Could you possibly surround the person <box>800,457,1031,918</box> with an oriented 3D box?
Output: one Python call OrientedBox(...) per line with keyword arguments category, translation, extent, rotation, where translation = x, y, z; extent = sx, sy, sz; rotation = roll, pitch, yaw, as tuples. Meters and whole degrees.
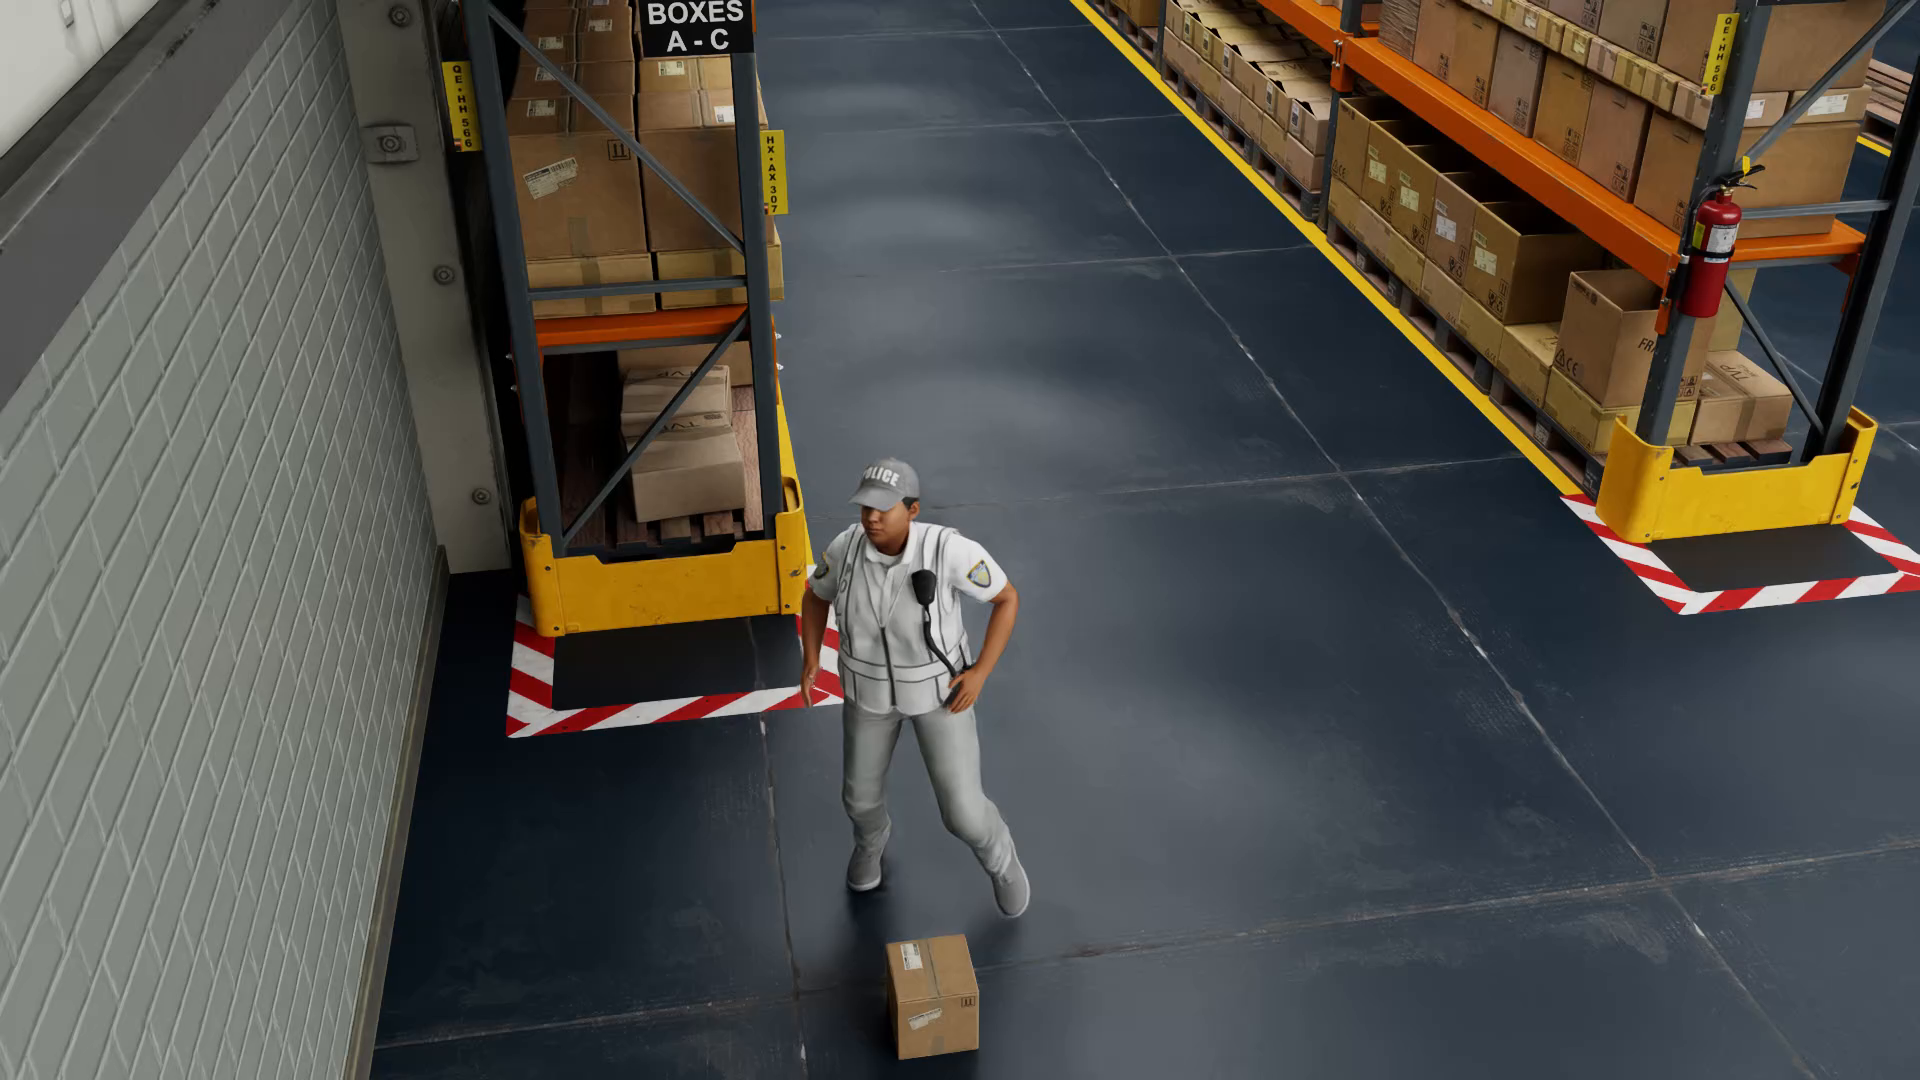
OrientedBox(category="person", translation=(-0.145, 0.524, 5.284), extent=(0.781, 1.633, 0.533), rotation=(5, 31, 8))
